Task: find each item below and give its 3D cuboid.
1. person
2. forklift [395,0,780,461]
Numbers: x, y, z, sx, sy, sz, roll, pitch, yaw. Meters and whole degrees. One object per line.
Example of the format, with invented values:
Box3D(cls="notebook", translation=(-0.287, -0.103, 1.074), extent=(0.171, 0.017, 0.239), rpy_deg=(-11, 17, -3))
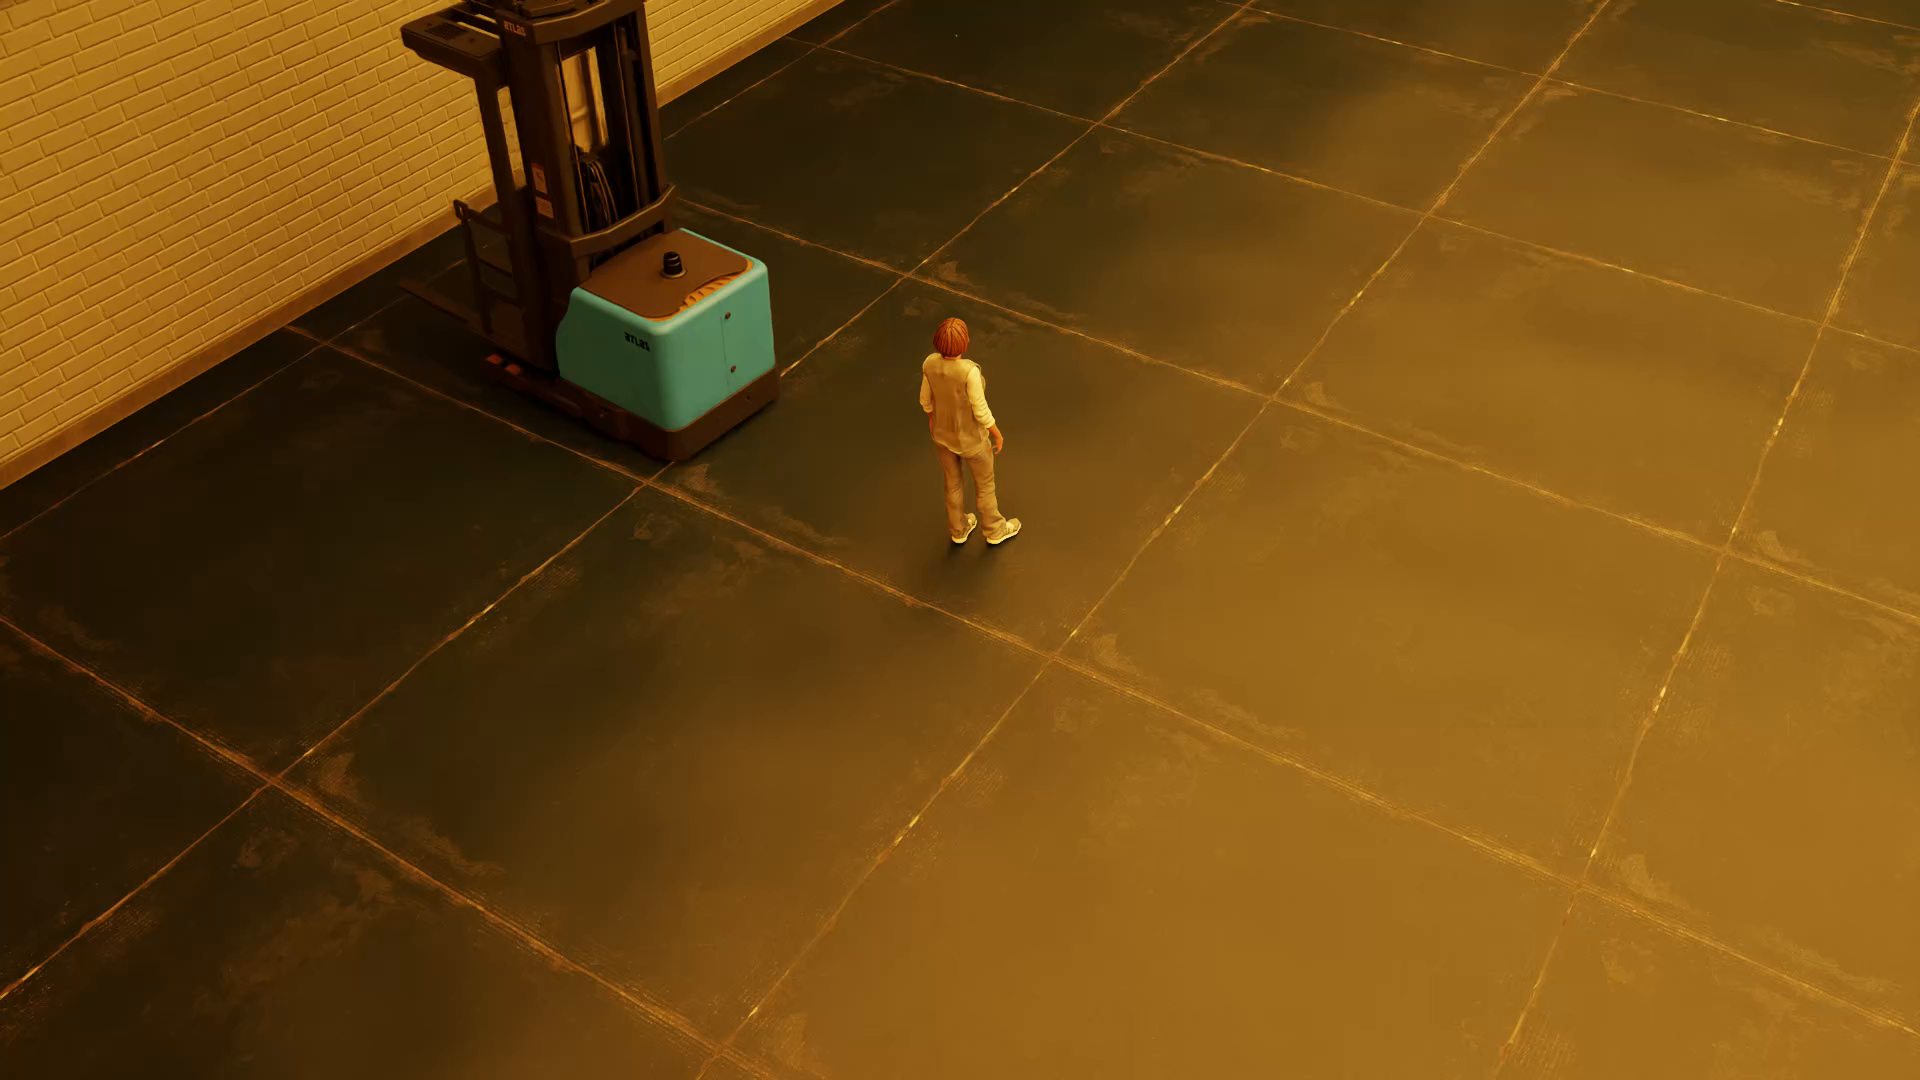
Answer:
Box3D(cls="person", translation=(0.051, -0.645, 9.759), extent=(0.521, 1.582, 0.475), rpy_deg=(22, 45, 24))
Box3D(cls="forklift", translation=(-2.704, -2.405, 10.805), extent=(3.031, 2.935, 1.130), rpy_deg=(26, 47, 27))
